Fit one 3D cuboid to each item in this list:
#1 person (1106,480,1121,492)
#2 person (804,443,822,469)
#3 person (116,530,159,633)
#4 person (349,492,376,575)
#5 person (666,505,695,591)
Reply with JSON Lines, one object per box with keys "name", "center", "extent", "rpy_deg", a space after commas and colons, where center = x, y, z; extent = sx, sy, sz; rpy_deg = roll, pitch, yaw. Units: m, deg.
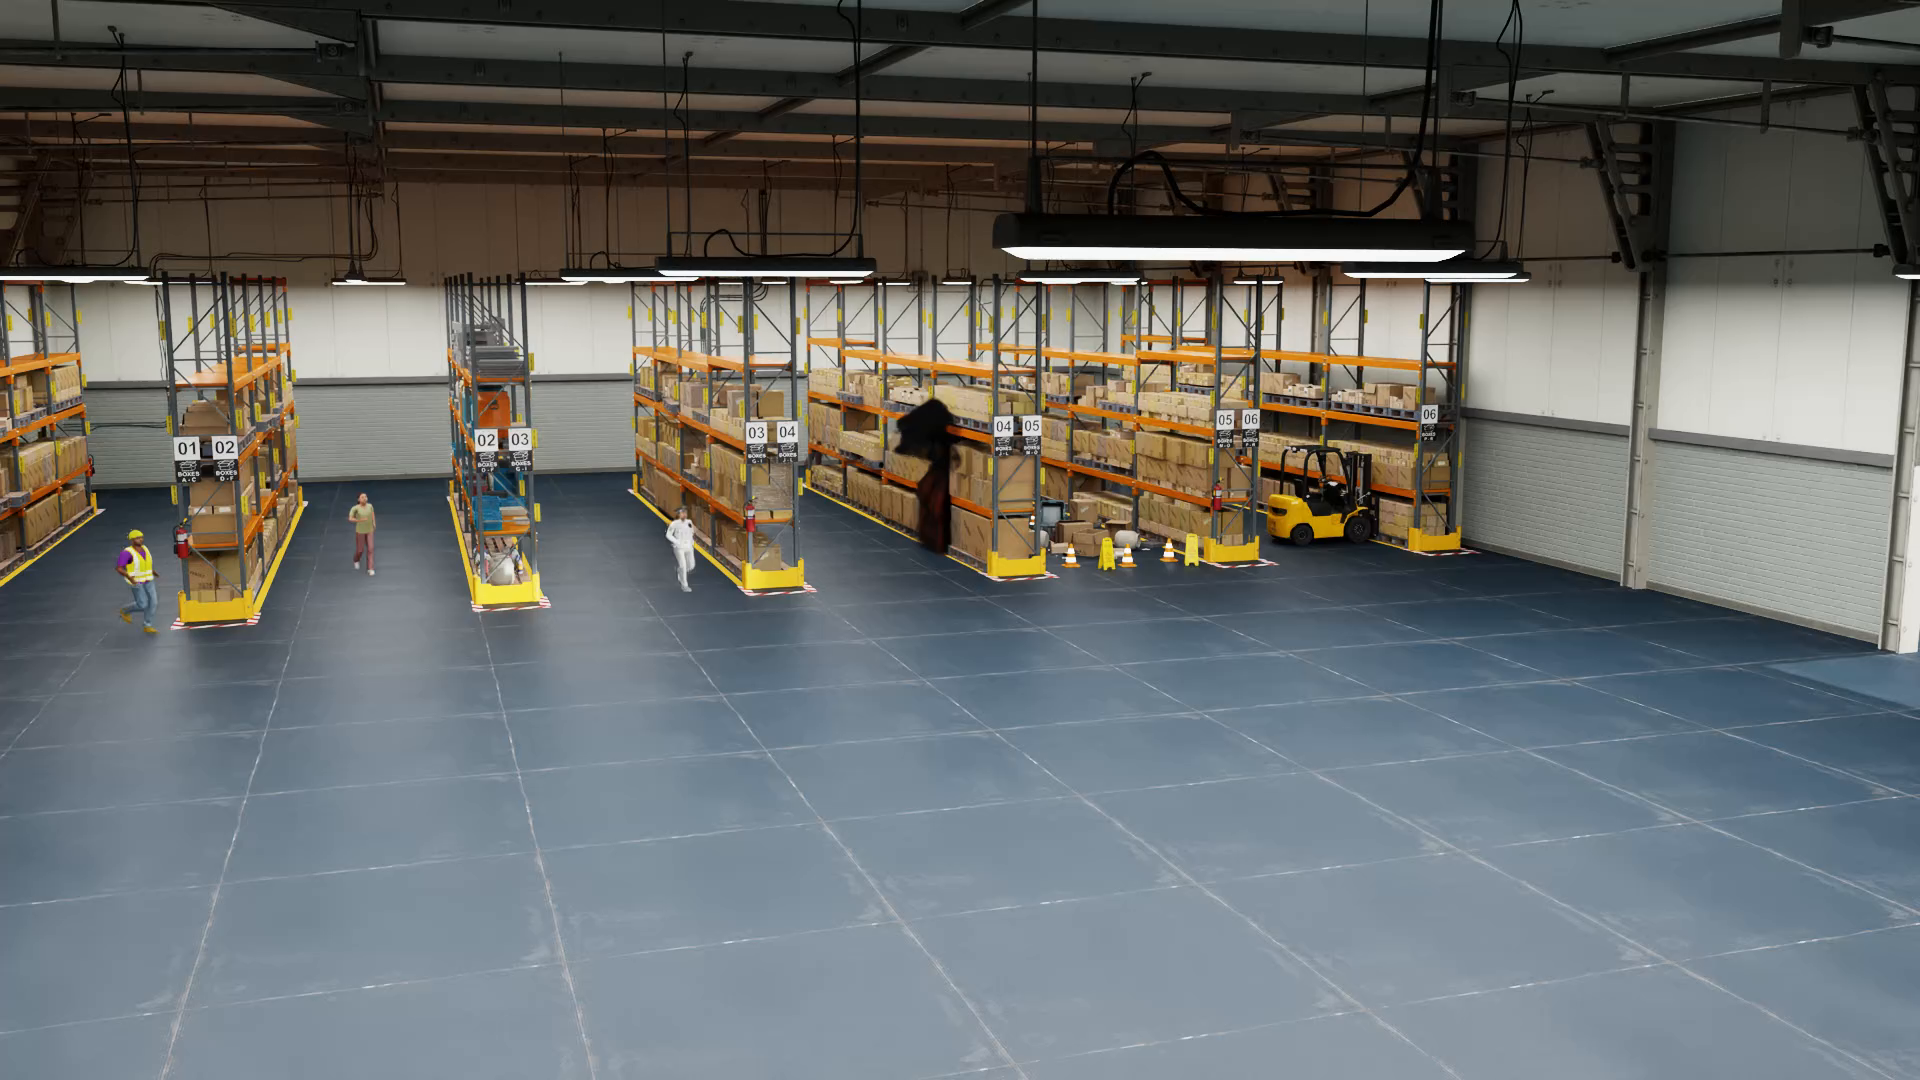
{"name": "person", "center": [4.305, -2.154, 46.630], "extent": [0.683, 1.738, 0.851], "rpy_deg": [-5, 10, -32]}
{"name": "person", "center": [-4.269, -2.580, 49.640], "extent": [0.735, 1.770, 0.641], "rpy_deg": [-7, 11, -41]}
{"name": "person", "center": [-13.756, 0.692, 27.852], "extent": [0.720, 1.738, 0.700], "rpy_deg": [4, 9, 24]}
{"name": "person", "center": [-12.005, -0.153, 33.455], "extent": [0.592, 1.655, 0.904], "rpy_deg": [-7, 11, -39]}
{"name": "person", "center": [-5.295, 0.152, 31.704], "extent": [0.613, 1.660, 0.546], "rpy_deg": [-7, 11, -37]}
